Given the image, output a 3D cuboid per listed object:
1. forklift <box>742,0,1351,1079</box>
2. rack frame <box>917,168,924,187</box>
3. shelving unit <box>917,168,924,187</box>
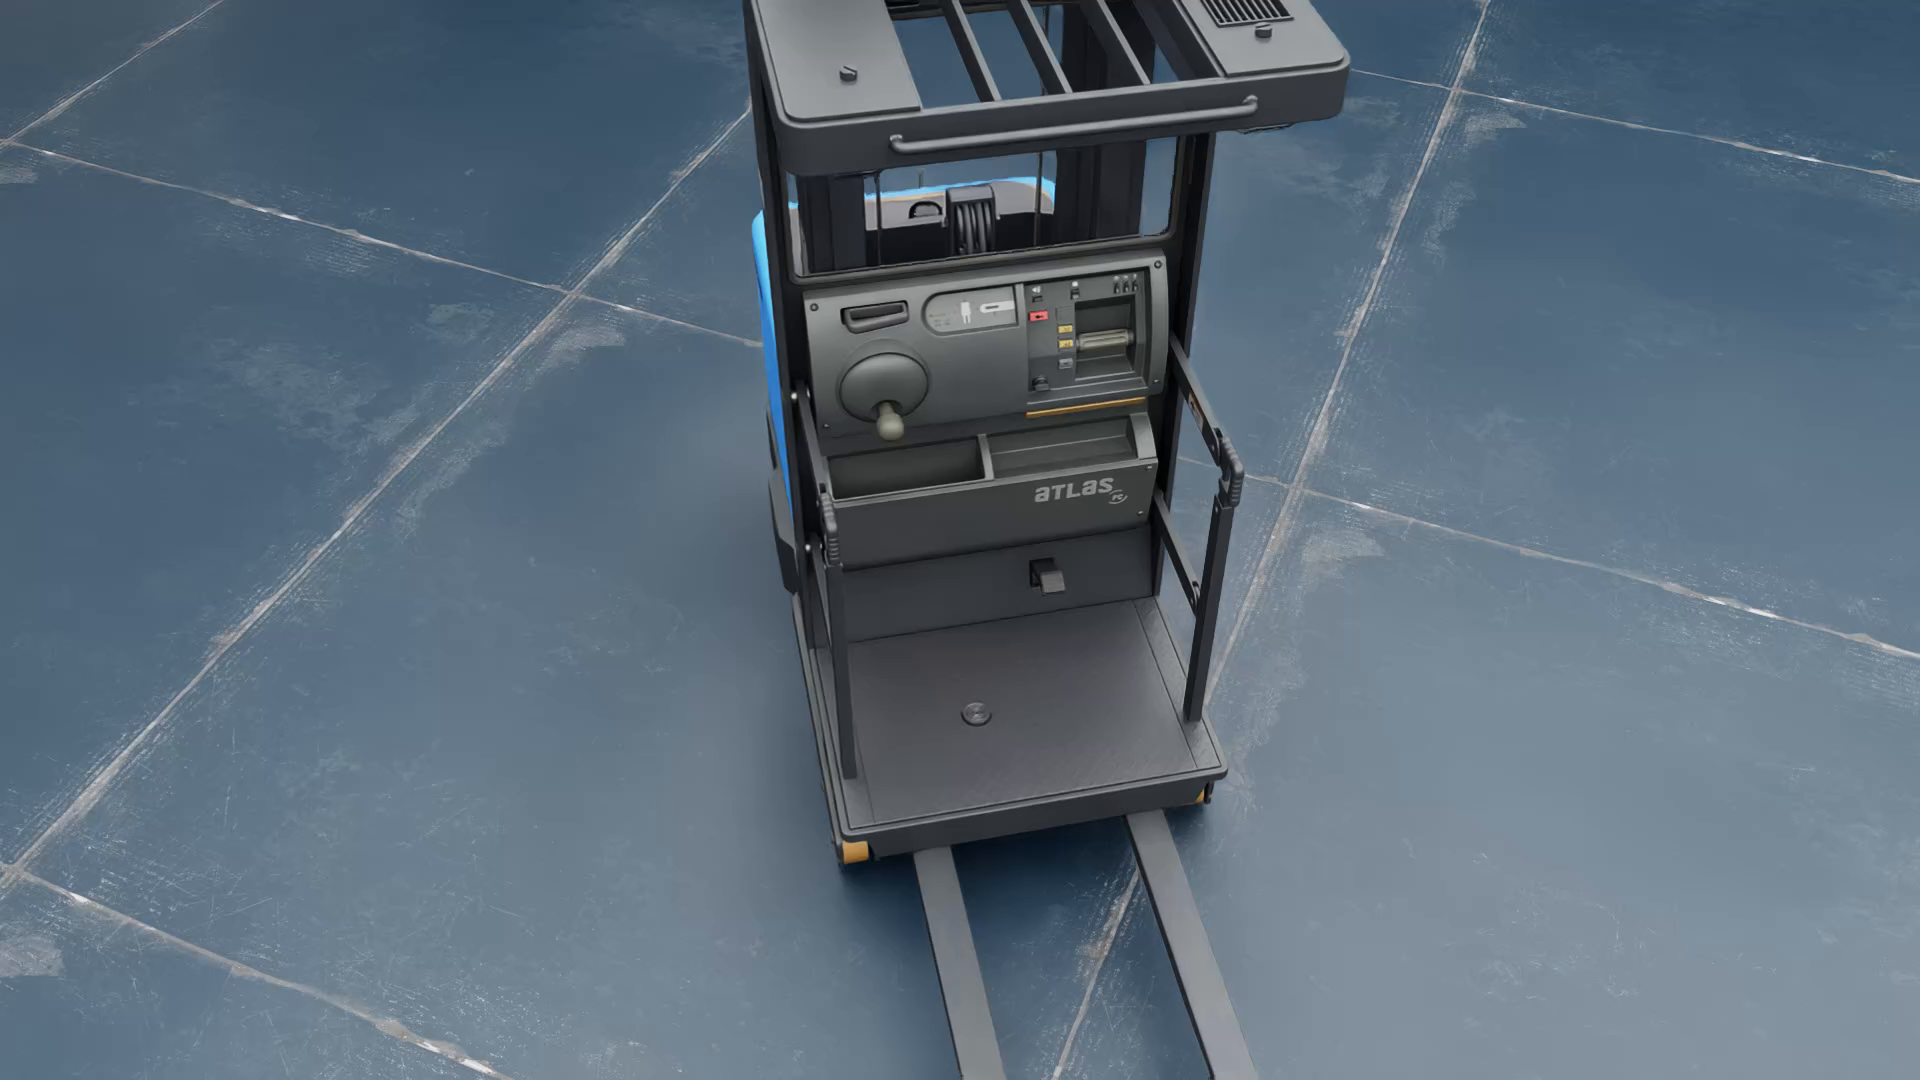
[{"bbox_3d":[0.122,-0.399,4.073,1.130,2.935,3.031,-8,45,-8],"label":"forklift"},{"bbox_3d":[-0.201,-0.904,6.021,0.006,0.900,0.240,28,51,25],"label":"rack frame"},{"bbox_3d":[-0.120,-0.861,5.977,0.210,0.900,0.258,28,51,25],"label":"shelving unit"}]
